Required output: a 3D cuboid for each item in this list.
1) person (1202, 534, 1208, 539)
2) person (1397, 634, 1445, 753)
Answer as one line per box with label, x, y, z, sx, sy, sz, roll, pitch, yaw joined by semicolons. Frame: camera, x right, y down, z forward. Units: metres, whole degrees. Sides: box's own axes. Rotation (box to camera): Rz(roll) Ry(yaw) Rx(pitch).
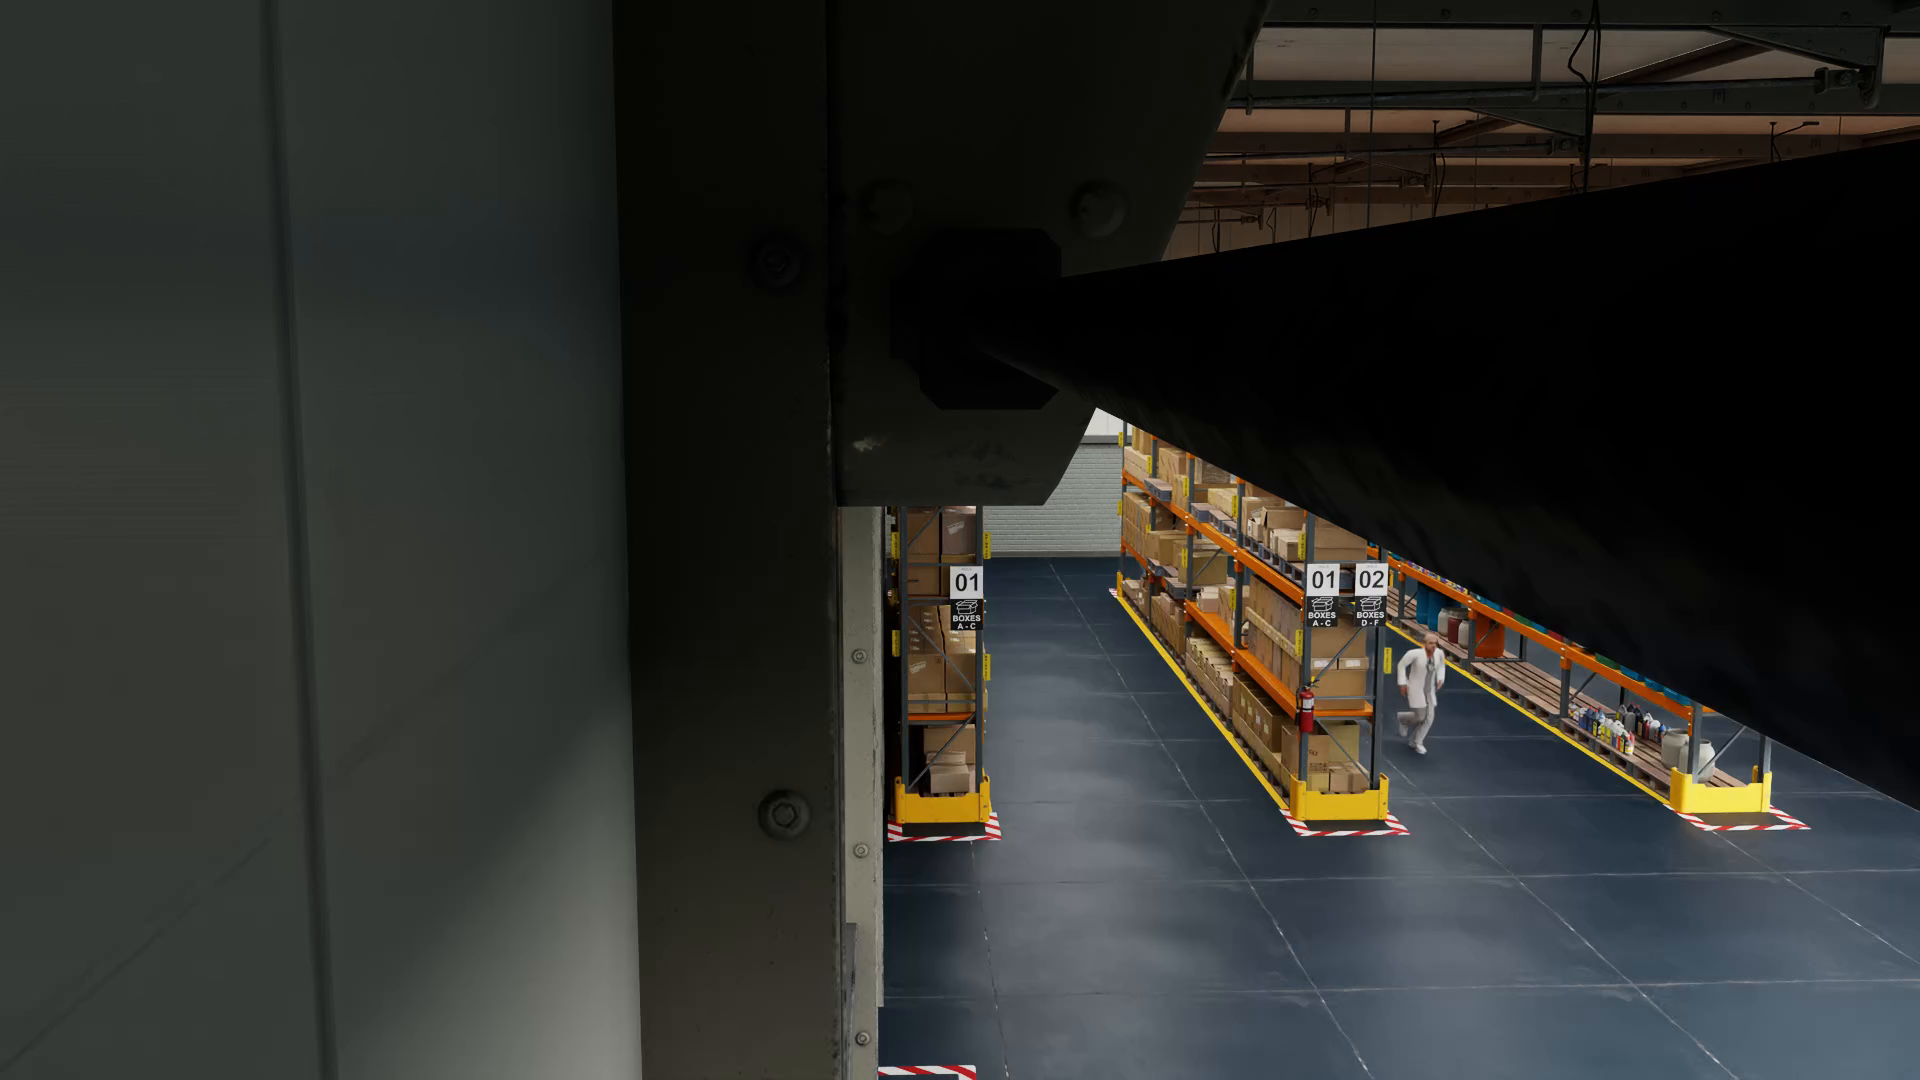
person;5.305;0.354;37.236;0.550;1.601;0.783;-4;9;-26
person;6.588;2.120;23.830;0.687;1.646;0.758;-3;9;-23
